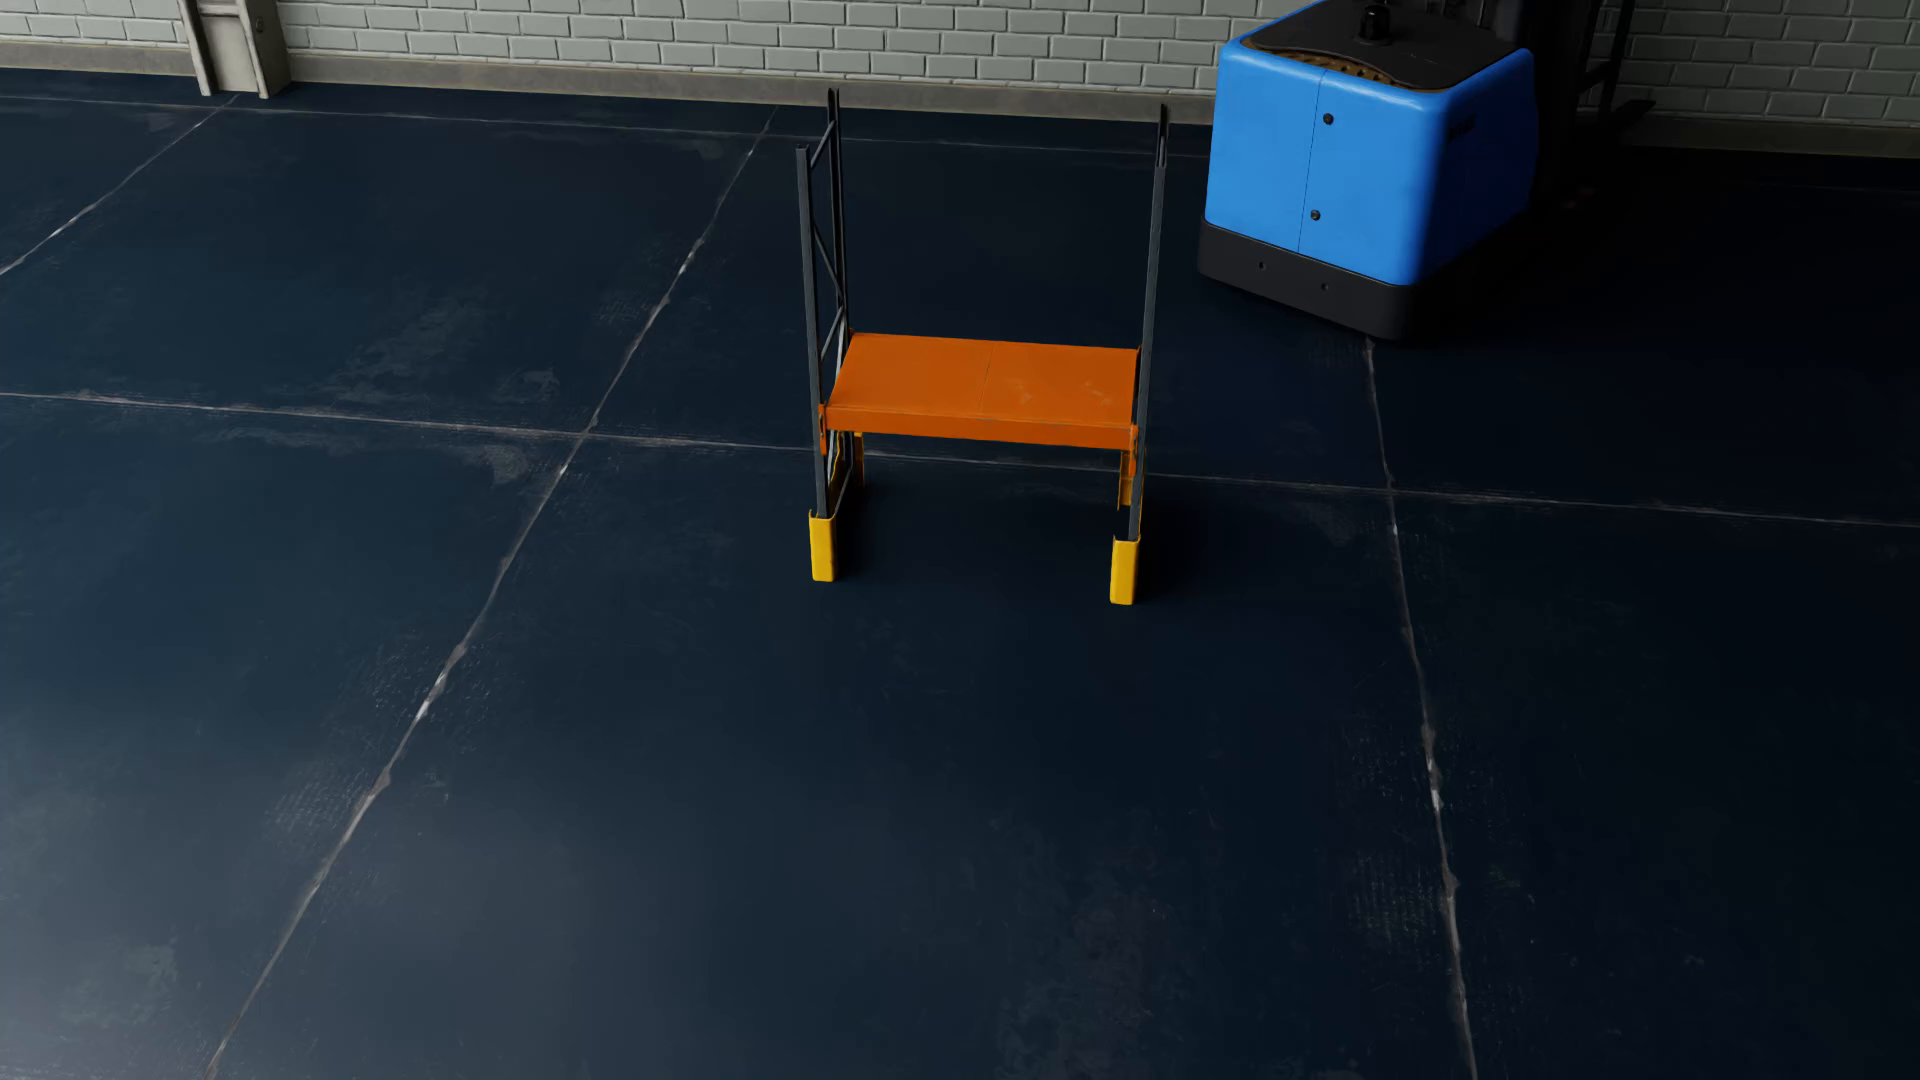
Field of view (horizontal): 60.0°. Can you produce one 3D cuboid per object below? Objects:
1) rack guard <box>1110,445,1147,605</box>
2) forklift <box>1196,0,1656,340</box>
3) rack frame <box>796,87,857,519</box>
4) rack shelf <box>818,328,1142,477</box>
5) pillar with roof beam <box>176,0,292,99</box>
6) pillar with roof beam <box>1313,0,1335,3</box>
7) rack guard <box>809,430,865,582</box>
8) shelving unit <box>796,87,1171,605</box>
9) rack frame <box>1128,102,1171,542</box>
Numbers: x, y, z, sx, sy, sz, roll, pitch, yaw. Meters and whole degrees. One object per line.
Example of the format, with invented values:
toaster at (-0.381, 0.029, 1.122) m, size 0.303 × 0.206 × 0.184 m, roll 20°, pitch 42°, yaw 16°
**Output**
rack guard at (0.570, -0.059, 5.618) m, size 0.087 × 0.250 × 0.587 m, roll 4°, pitch 36°, yaw 6°
forklift at (2.384, -2.783, 7.127) m, size 1.130 × 2.935 × 3.031 m, roll 27°, pitch 43°, yaw 32°
rack frame at (-0.420, -0.642, 5.358) m, size 0.032 × 1.500 × 0.500 m, roll 4°, pitch 36°, yaw 6°
rack shelf at (0.085, -0.458, 5.410) m, size 1.000 × 0.185 × 0.538 m, roll 4°, pitch 36°, yaw 6°
pillar with roof beam at (-4.528, -3.716, 3.210) m, size 0.400 × 9.000 × 9.100 m, roll 4°, pitch 36°, yaw 6°
pillar with roof beam at (1.423, -3.272, 2.588) m, size 0.400 × 9.000 × 9.100 m, roll 4°, pitch 36°, yaw 6°
rack guard at (-0.418, -0.133, 5.721) m, size 0.087 × 0.250 × 0.587 m, roll 4°, pitch 36°, yaw 6°
shelving unit at (0.076, -0.605, 5.306) m, size 1.083 × 1.500 × 0.587 m, roll 4°, pitch 36°, yaw 6°
rack frame at (0.589, -0.567, 5.253) m, size 0.032 × 1.500 × 0.500 m, roll 4°, pitch 36°, yaw 6°
